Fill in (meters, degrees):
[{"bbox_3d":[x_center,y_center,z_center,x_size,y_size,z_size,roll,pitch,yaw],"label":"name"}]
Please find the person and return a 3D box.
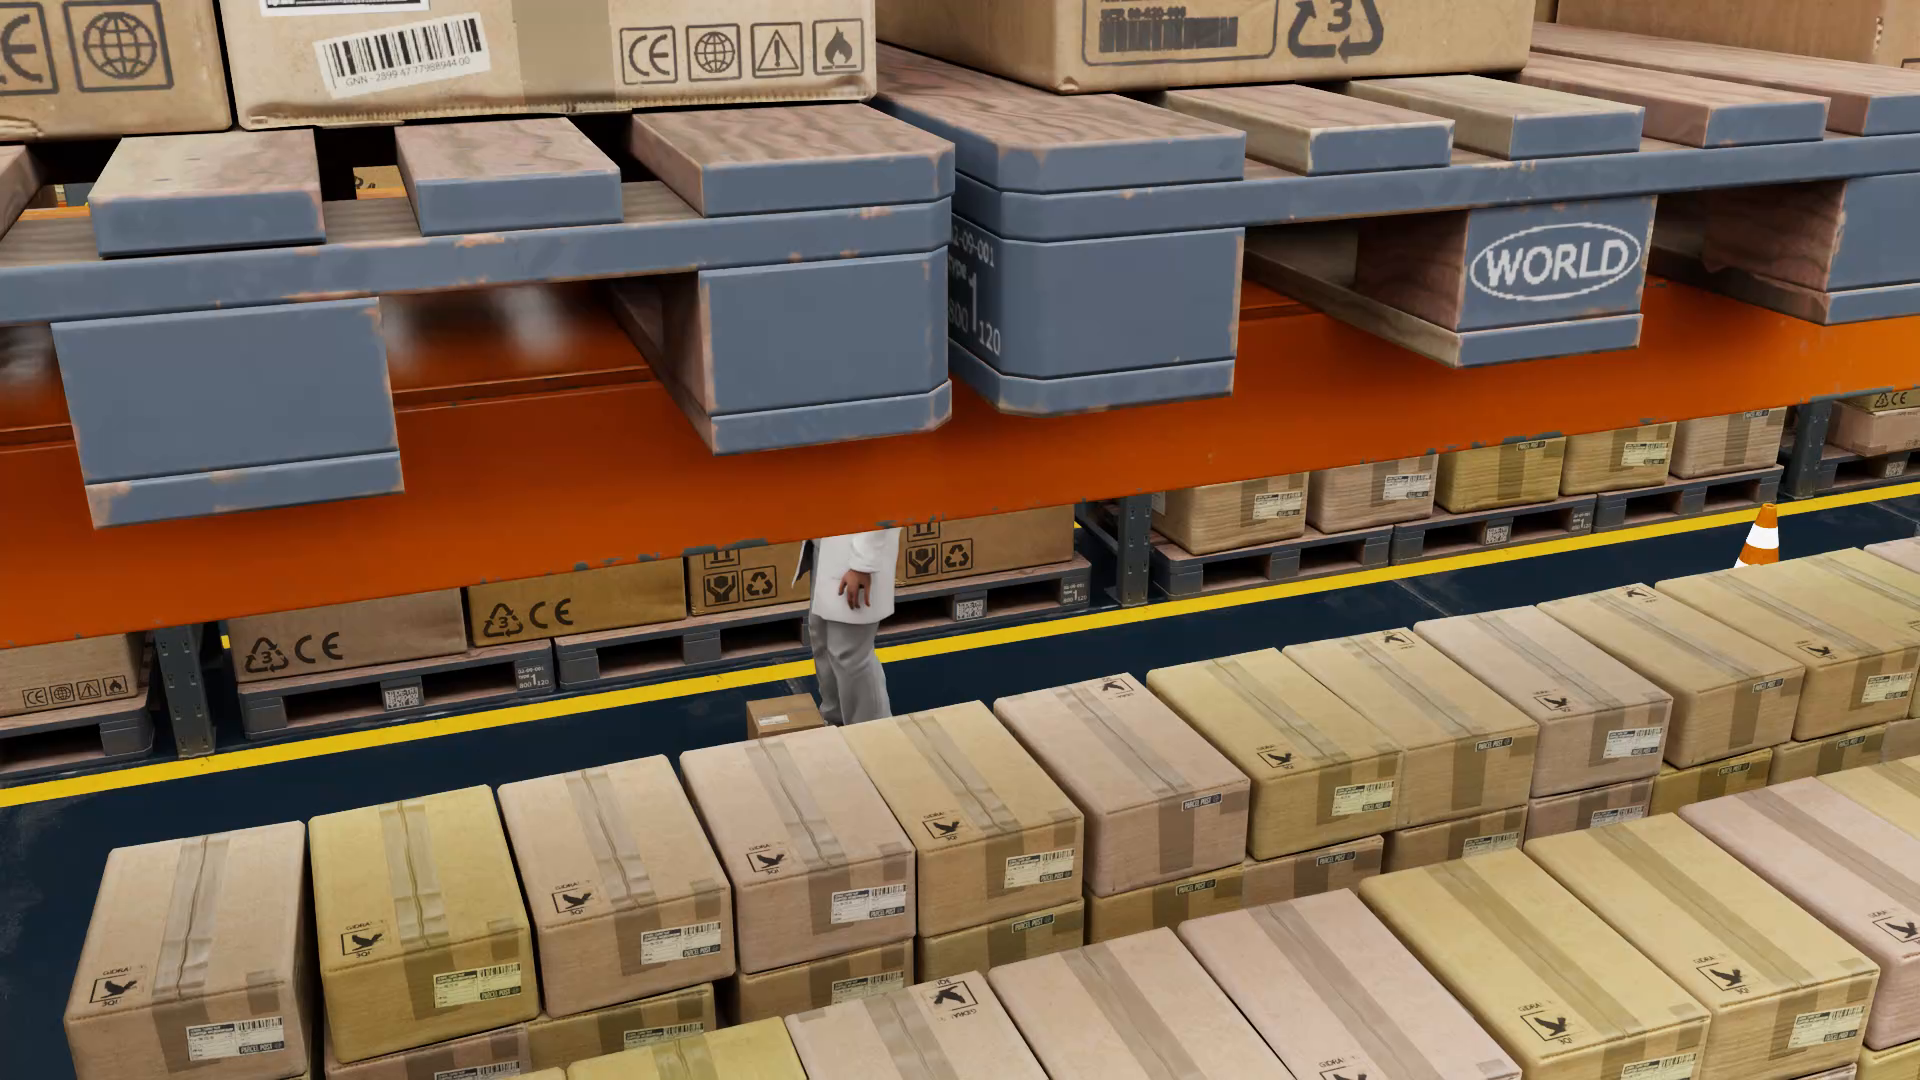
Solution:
[{"bbox_3d":[-0.423,0.018,6.067,0.418,1.774,0.648,-8,24,-20],"label":"person"}]
